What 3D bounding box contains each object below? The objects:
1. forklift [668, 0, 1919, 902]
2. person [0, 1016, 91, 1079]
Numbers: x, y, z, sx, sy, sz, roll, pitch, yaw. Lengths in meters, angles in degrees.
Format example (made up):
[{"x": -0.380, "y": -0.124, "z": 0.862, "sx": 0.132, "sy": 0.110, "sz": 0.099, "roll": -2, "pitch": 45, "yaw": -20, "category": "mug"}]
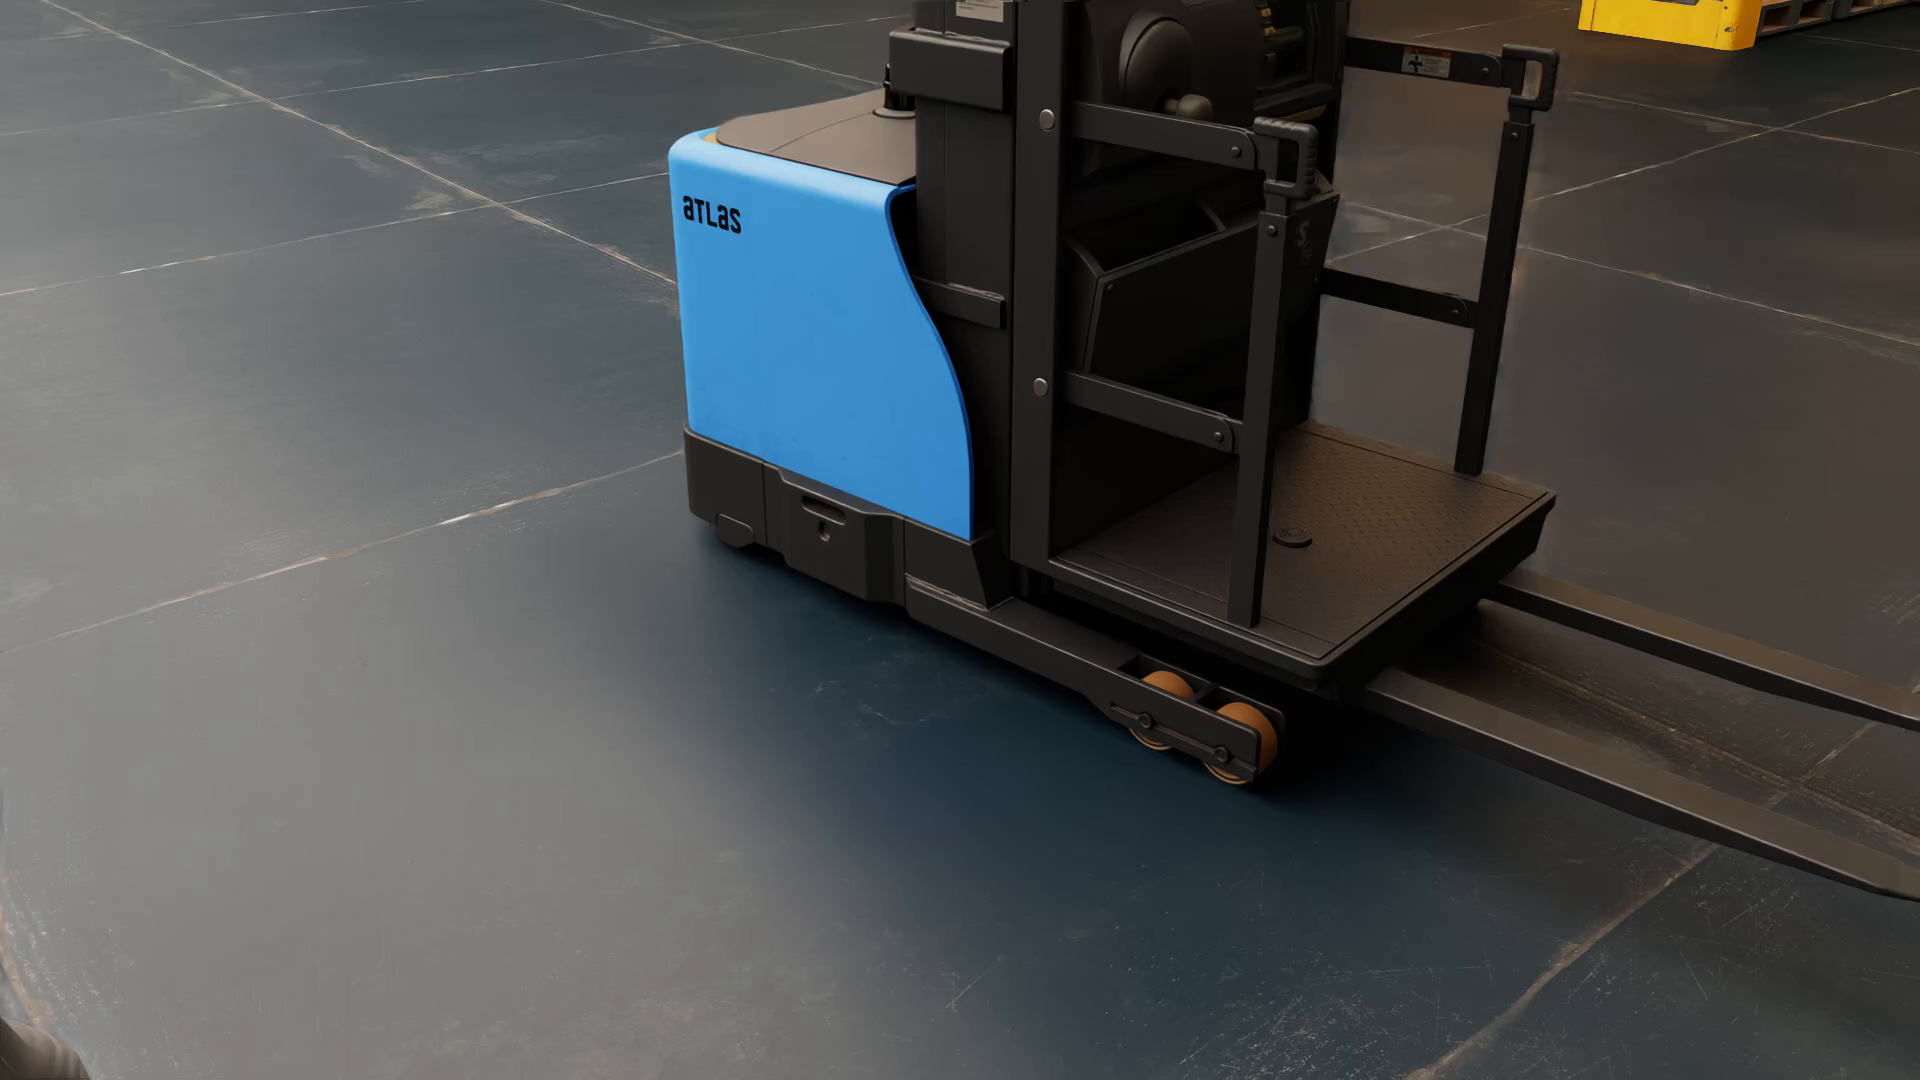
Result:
[{"x": 0.701, "y": -1.067, "z": 3.354, "sx": 3.031, "sy": 2.935, "sz": 1.130, "roll": 22, "pitch": 34, "yaw": 36, "category": "forklift"}, {"x": -1.459, "y": 0.376, "z": 1.953, "sx": 0.919, "sy": 1.667, "sz": 0.657, "roll": 10, "pitch": 28, "yaw": 19, "category": "person"}]
